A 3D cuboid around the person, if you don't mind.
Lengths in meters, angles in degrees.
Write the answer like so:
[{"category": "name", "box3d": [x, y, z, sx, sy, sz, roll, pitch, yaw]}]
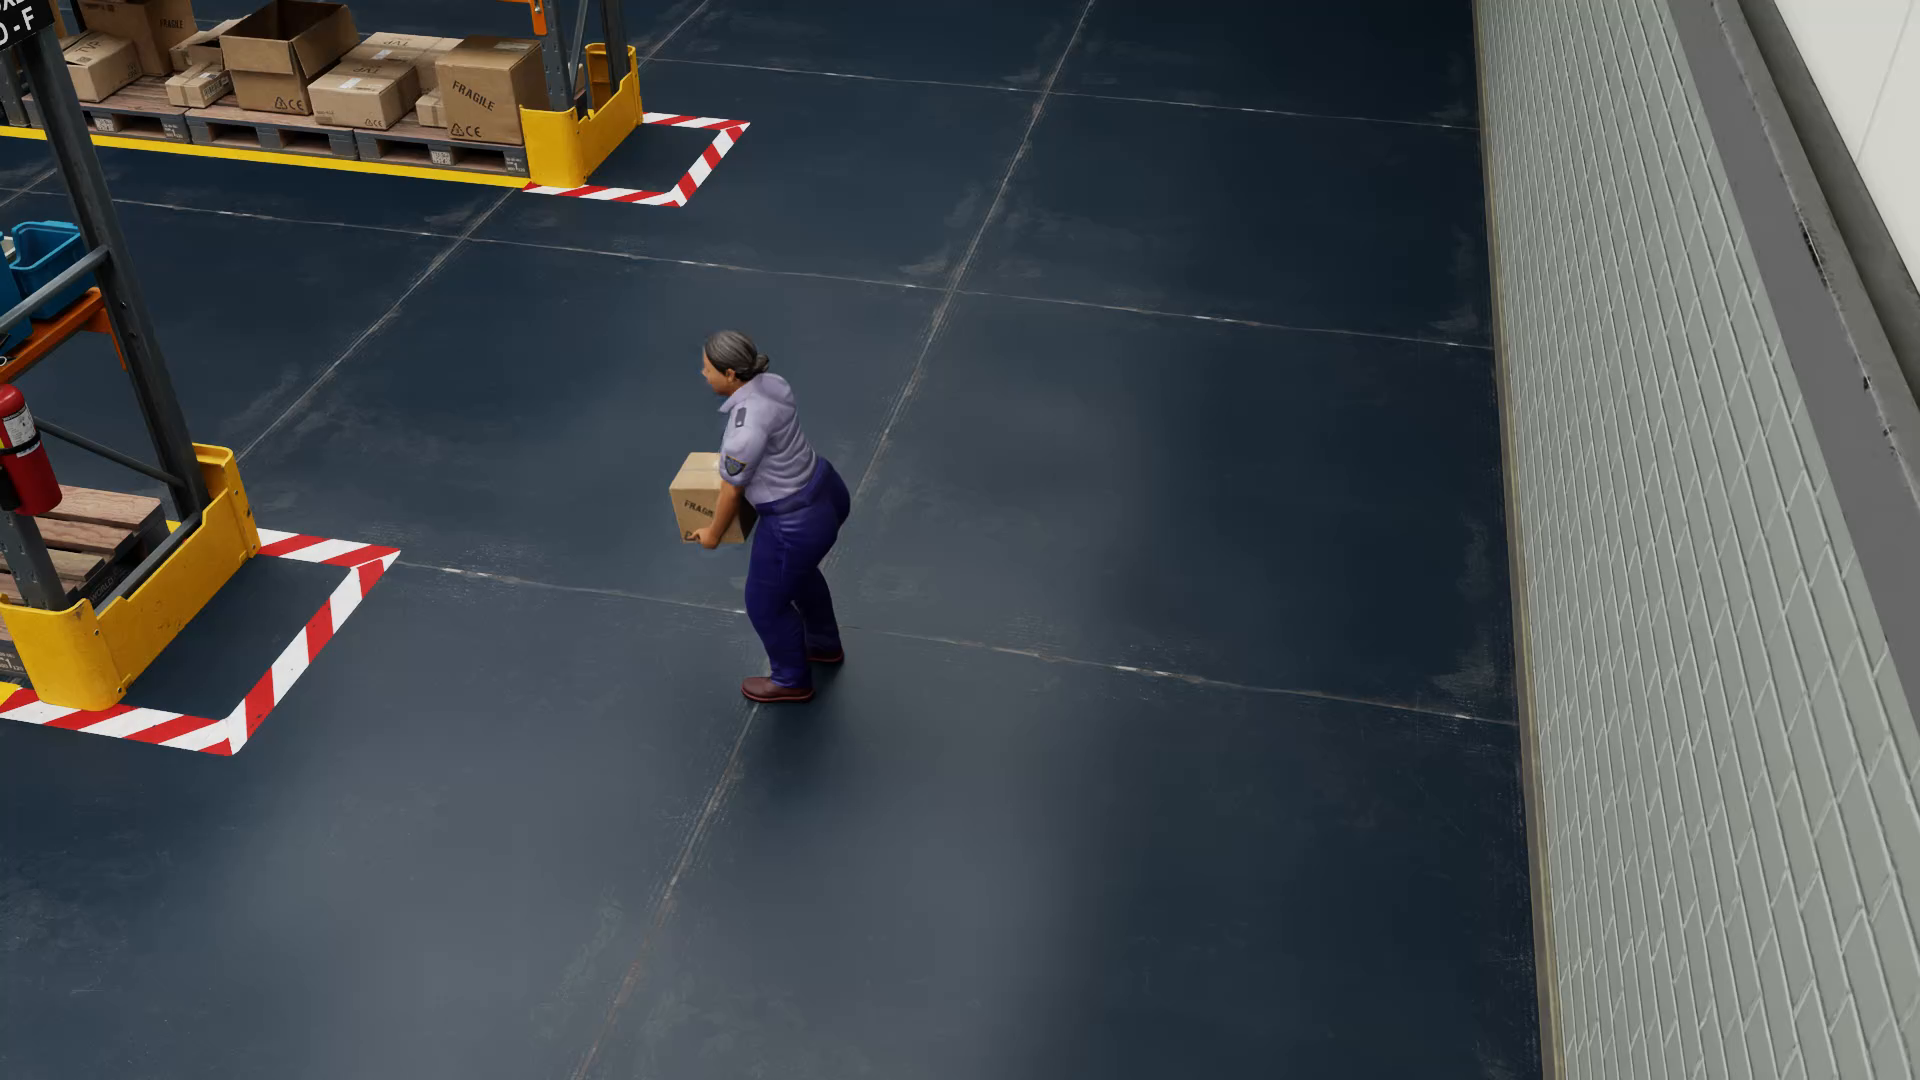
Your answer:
[{"category": "person", "box3d": [-0.719, -0.087, 6.318, 0.571, 1.609, 0.441, 7, 37, 9]}]
